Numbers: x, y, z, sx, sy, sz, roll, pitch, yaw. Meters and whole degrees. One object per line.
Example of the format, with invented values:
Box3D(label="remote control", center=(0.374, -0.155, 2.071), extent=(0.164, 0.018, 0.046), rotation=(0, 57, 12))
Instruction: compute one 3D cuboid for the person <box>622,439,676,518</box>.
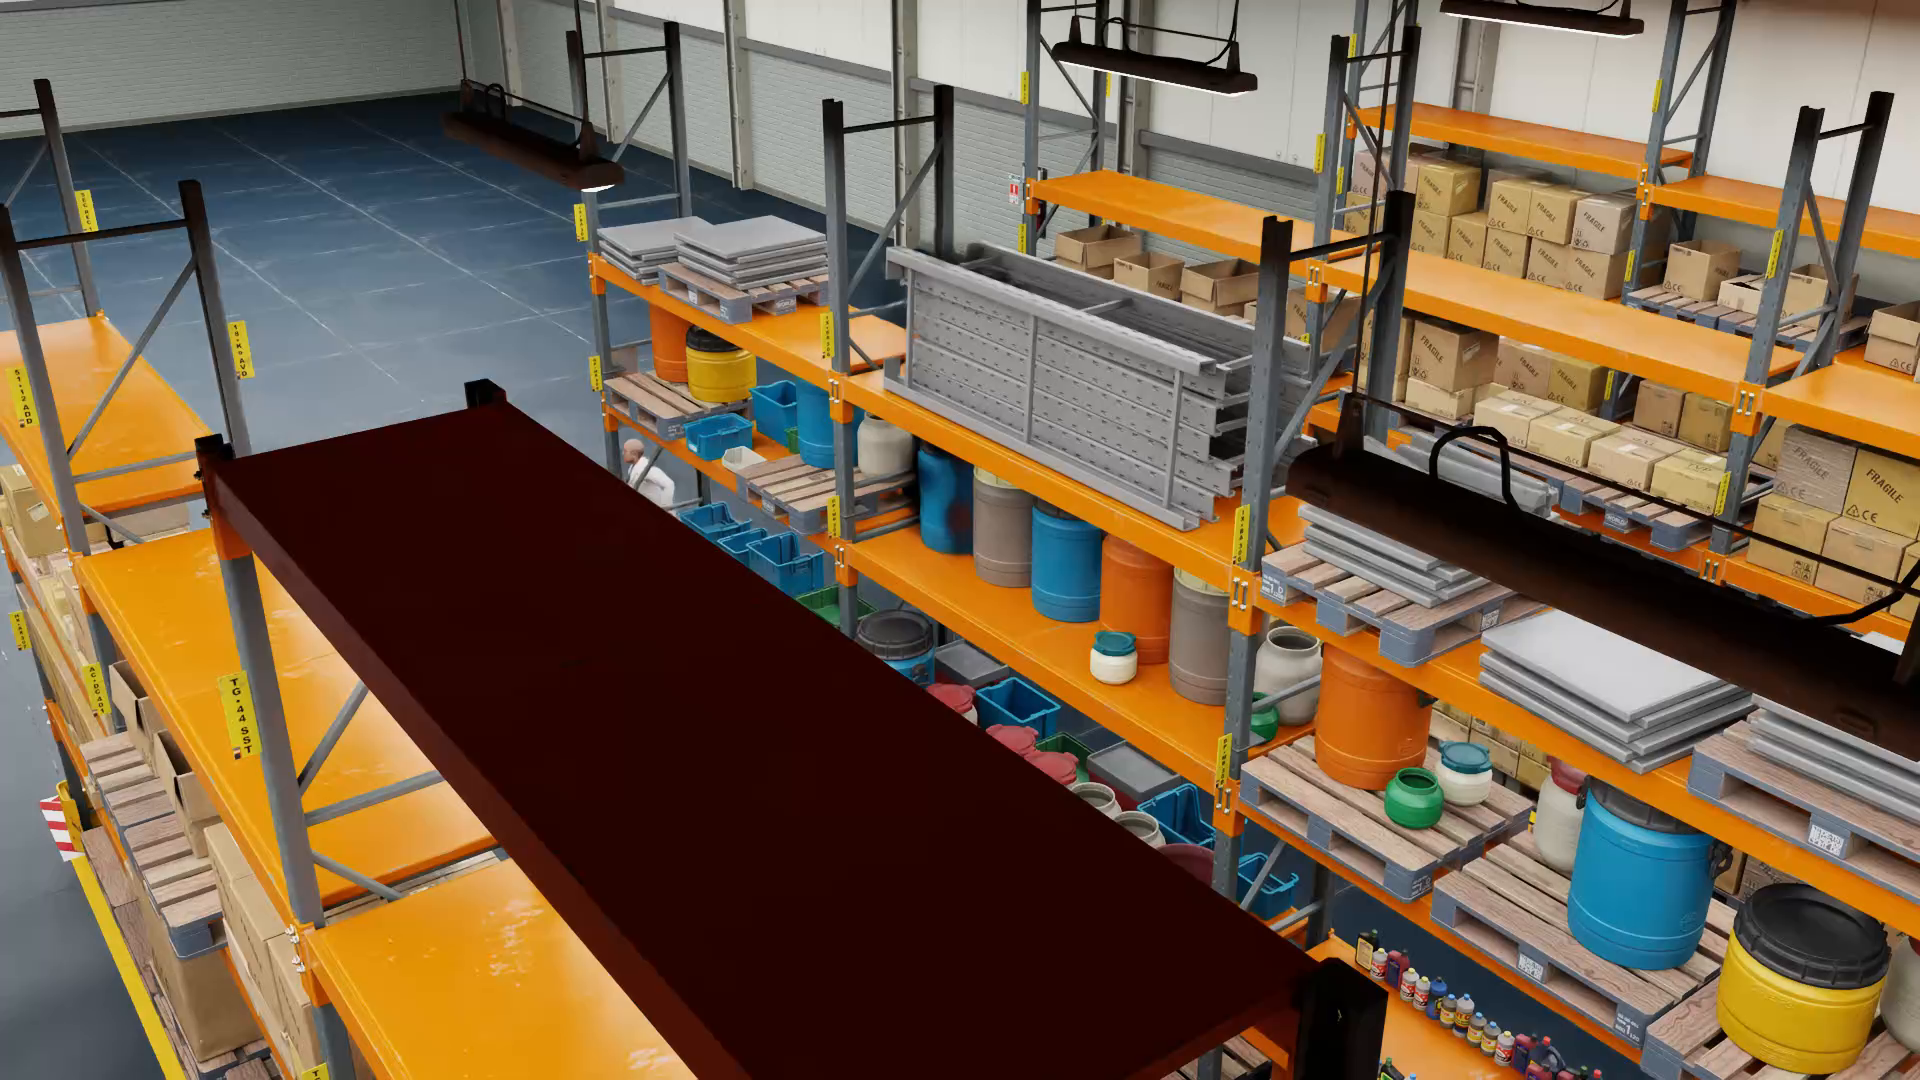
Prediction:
Box3D(label="person", center=(-3.189, -0.244, 17.412), extent=(1.056, 1.734, 0.627), rotation=(-3, 25, -5))
